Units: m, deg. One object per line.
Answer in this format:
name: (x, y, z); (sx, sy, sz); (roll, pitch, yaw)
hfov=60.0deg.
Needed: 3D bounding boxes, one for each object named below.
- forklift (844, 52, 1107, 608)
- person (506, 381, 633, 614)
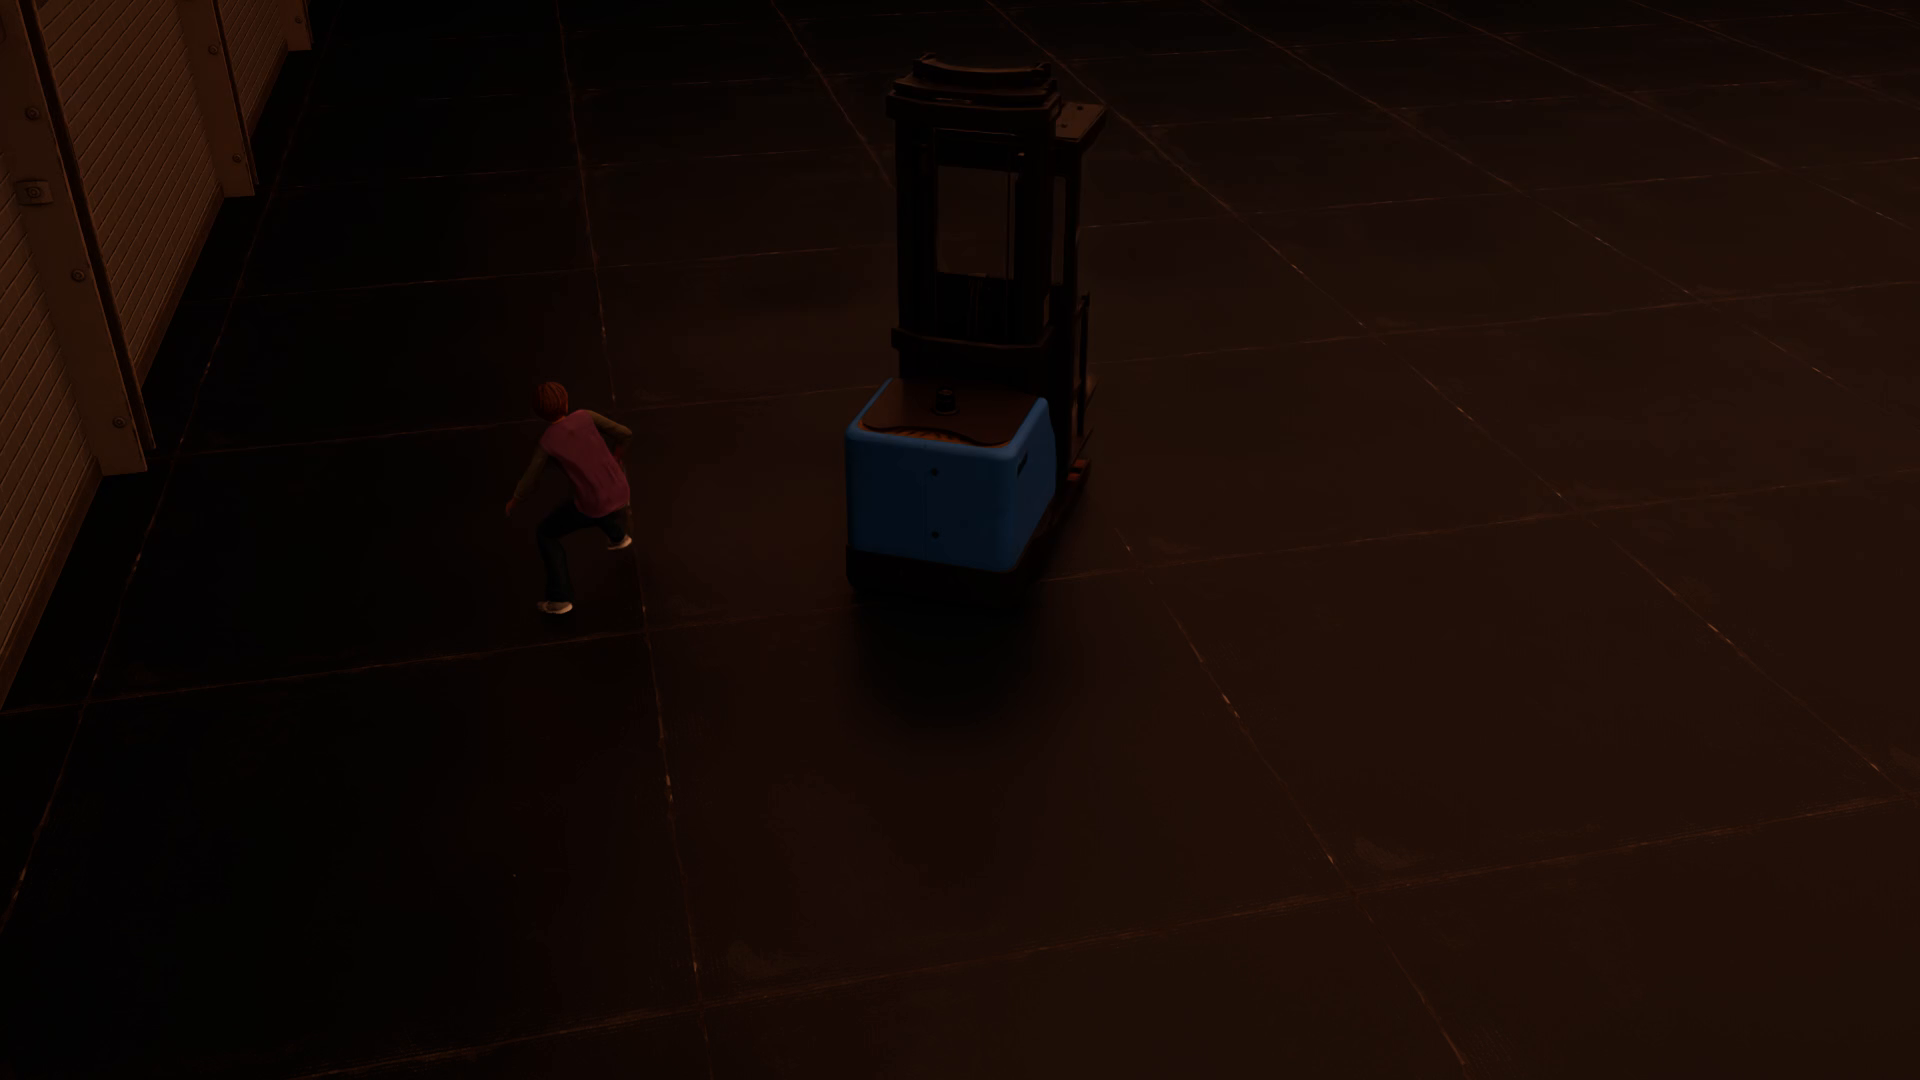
forklift: (0.245, -1.597, 10.333); (1.130, 2.935, 3.031); (9, 31, 15)
person: (-2.243, -0.291, 9.697); (0.603, 1.384, 0.722); (24, 38, 35)
